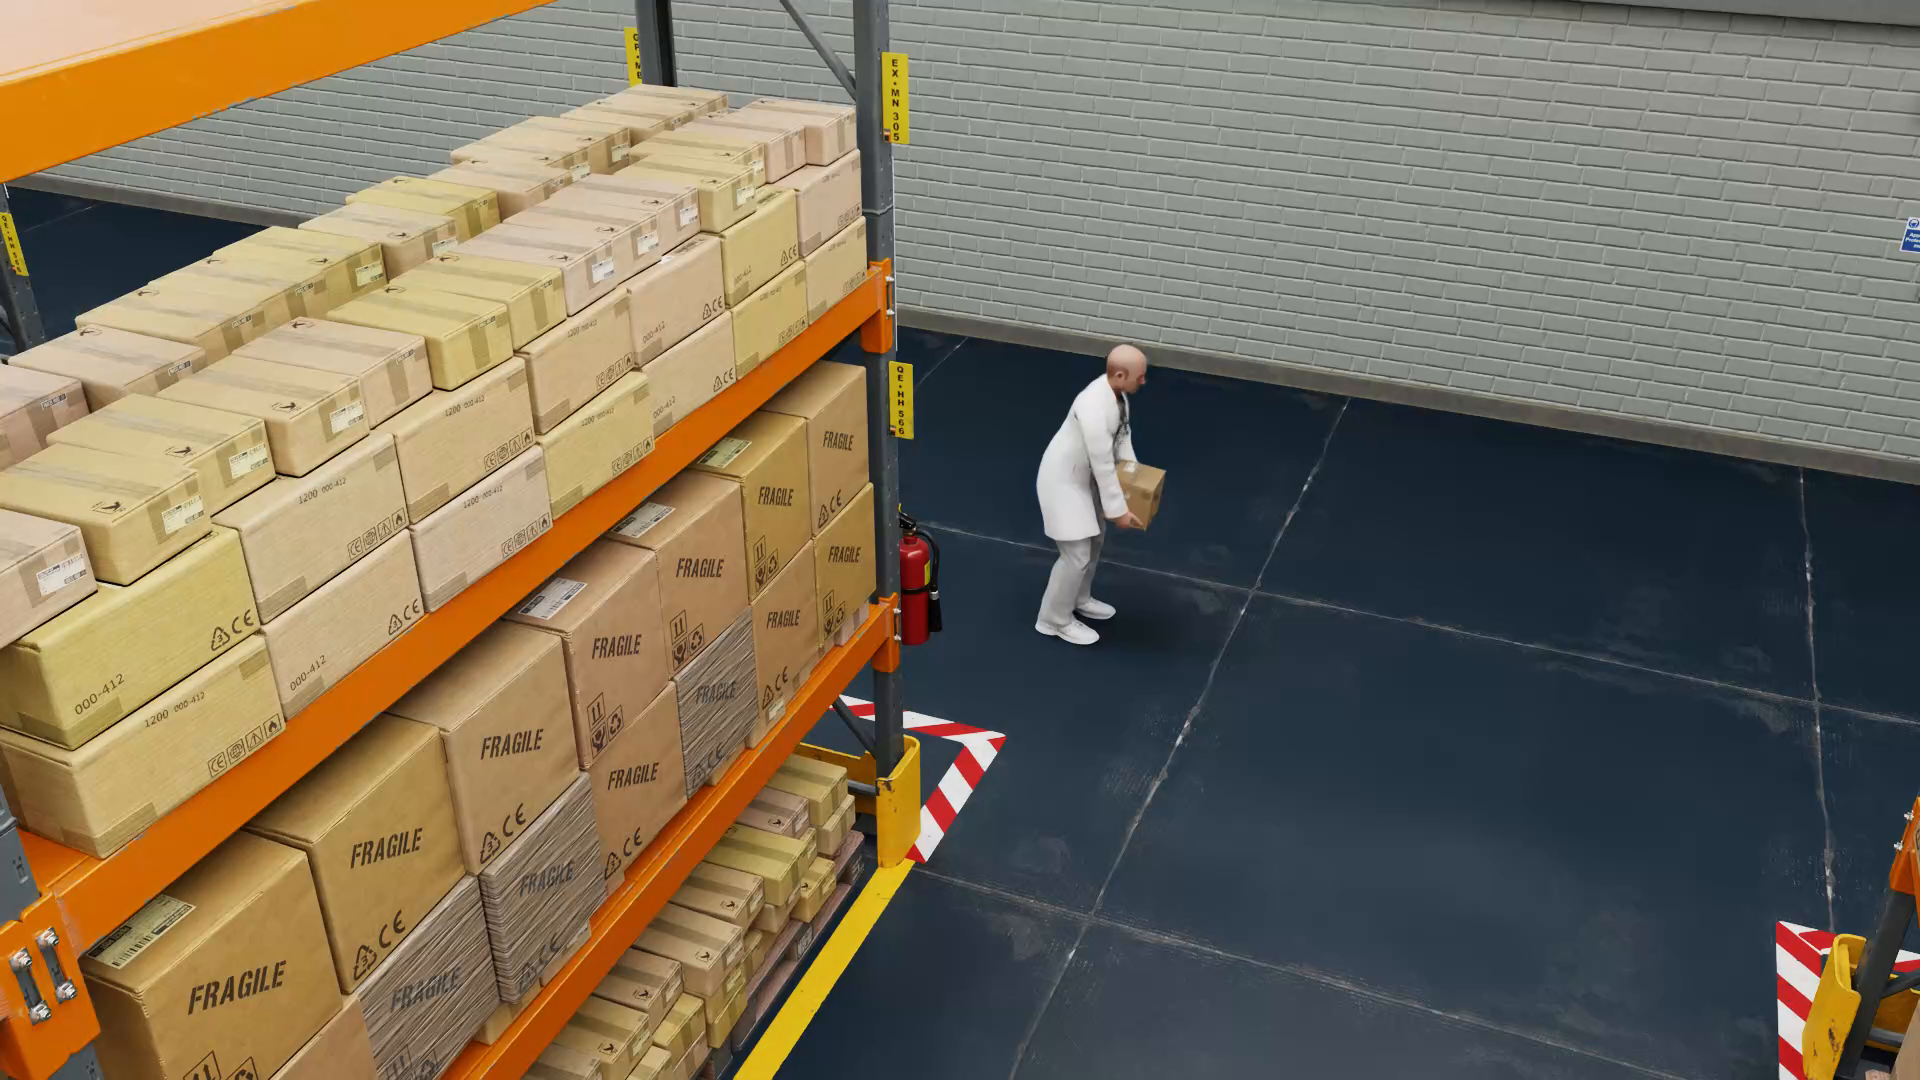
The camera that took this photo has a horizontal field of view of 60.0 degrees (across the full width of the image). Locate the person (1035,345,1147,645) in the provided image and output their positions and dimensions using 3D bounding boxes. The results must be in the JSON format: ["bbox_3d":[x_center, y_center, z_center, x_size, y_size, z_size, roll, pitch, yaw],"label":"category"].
[{"bbox_3d":[0.726,-0.254,8.940,0.618,1.720,0.541,11,31,18],"label":"person"}]
